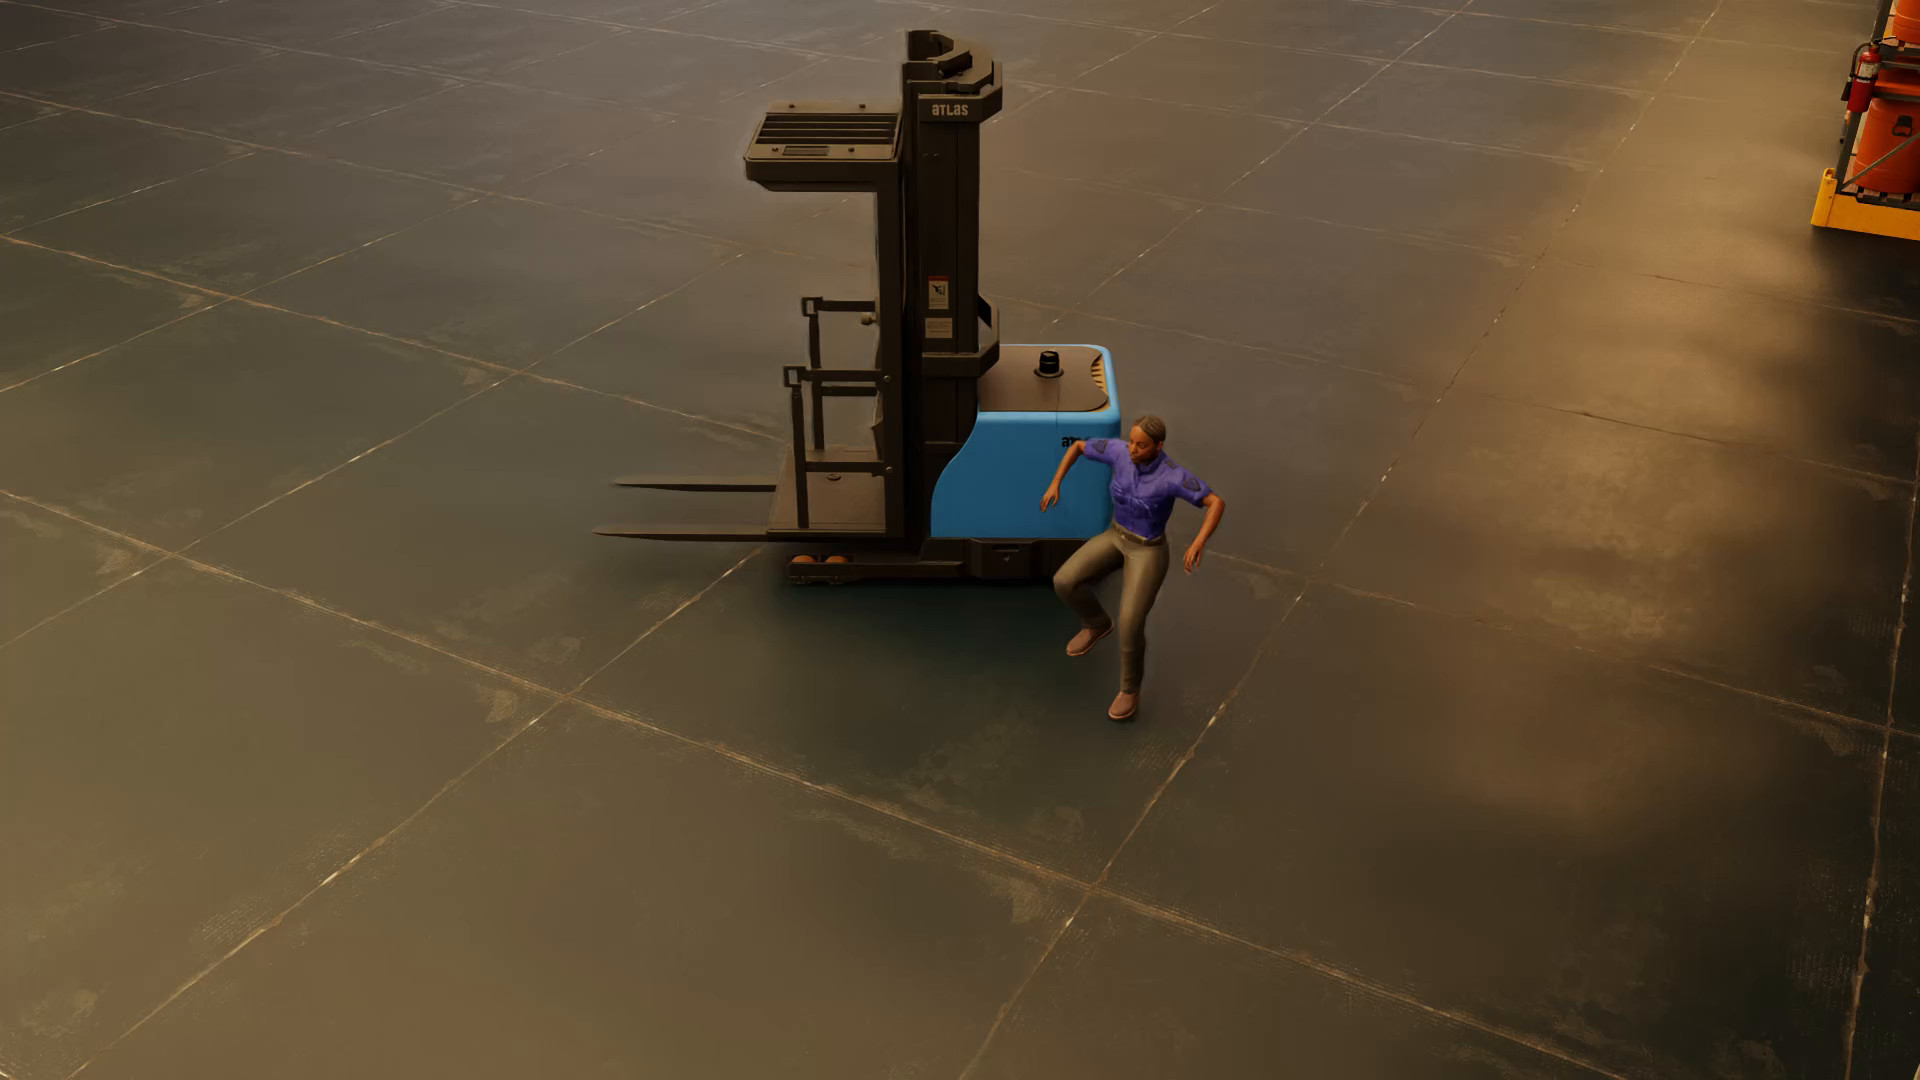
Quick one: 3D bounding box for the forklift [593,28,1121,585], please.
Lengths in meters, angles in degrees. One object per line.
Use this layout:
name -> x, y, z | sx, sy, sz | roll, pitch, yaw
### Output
forklift -> -0.610, -1.275, 9.279 | 3.031, 2.935, 1.130 | 0, 30, 1

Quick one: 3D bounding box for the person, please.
person -> 0.830, 0.086, 8.390 | 0.985, 1.456, 0.658 | 26, 39, 37
